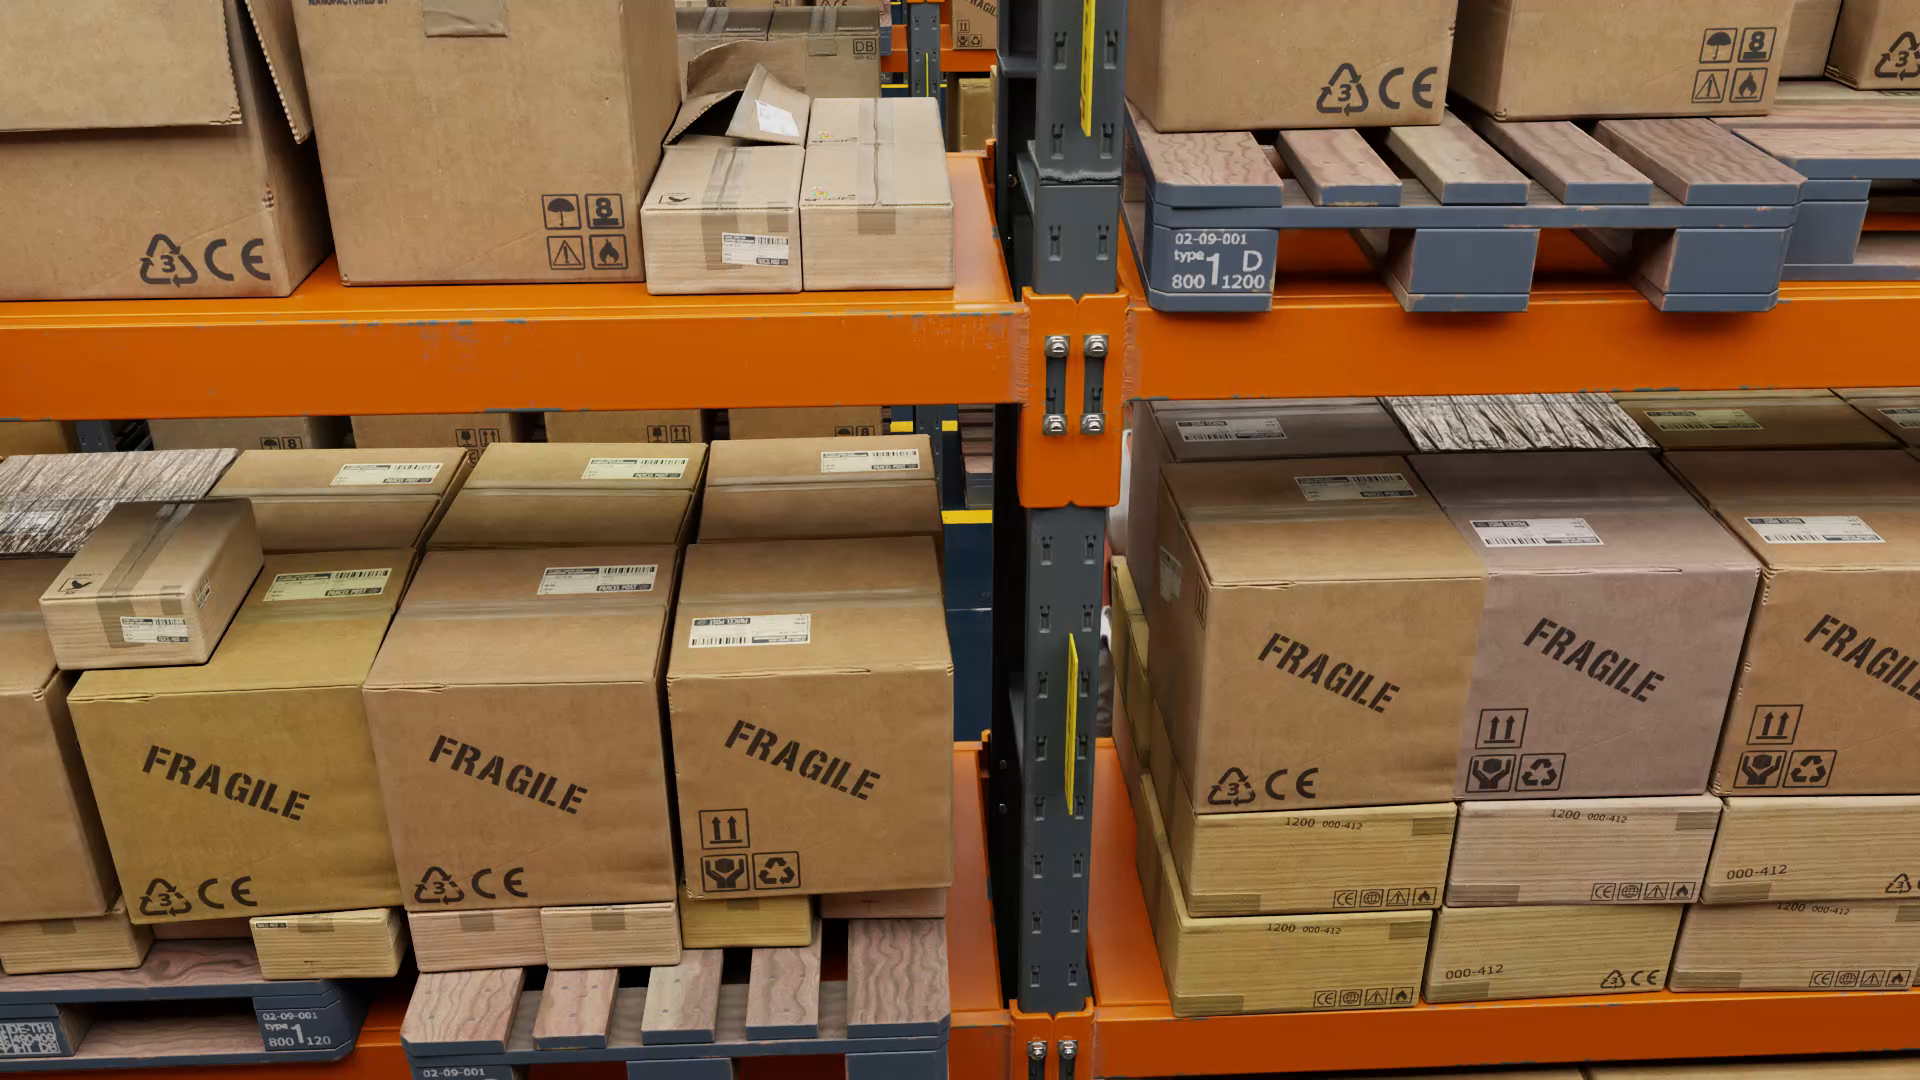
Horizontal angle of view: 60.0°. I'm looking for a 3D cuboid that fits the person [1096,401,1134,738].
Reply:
[{"bbox_3d":[0.623,0.275,5.561,0.495,1.786,0.549,-1,27,-3],"label":"person"}]
